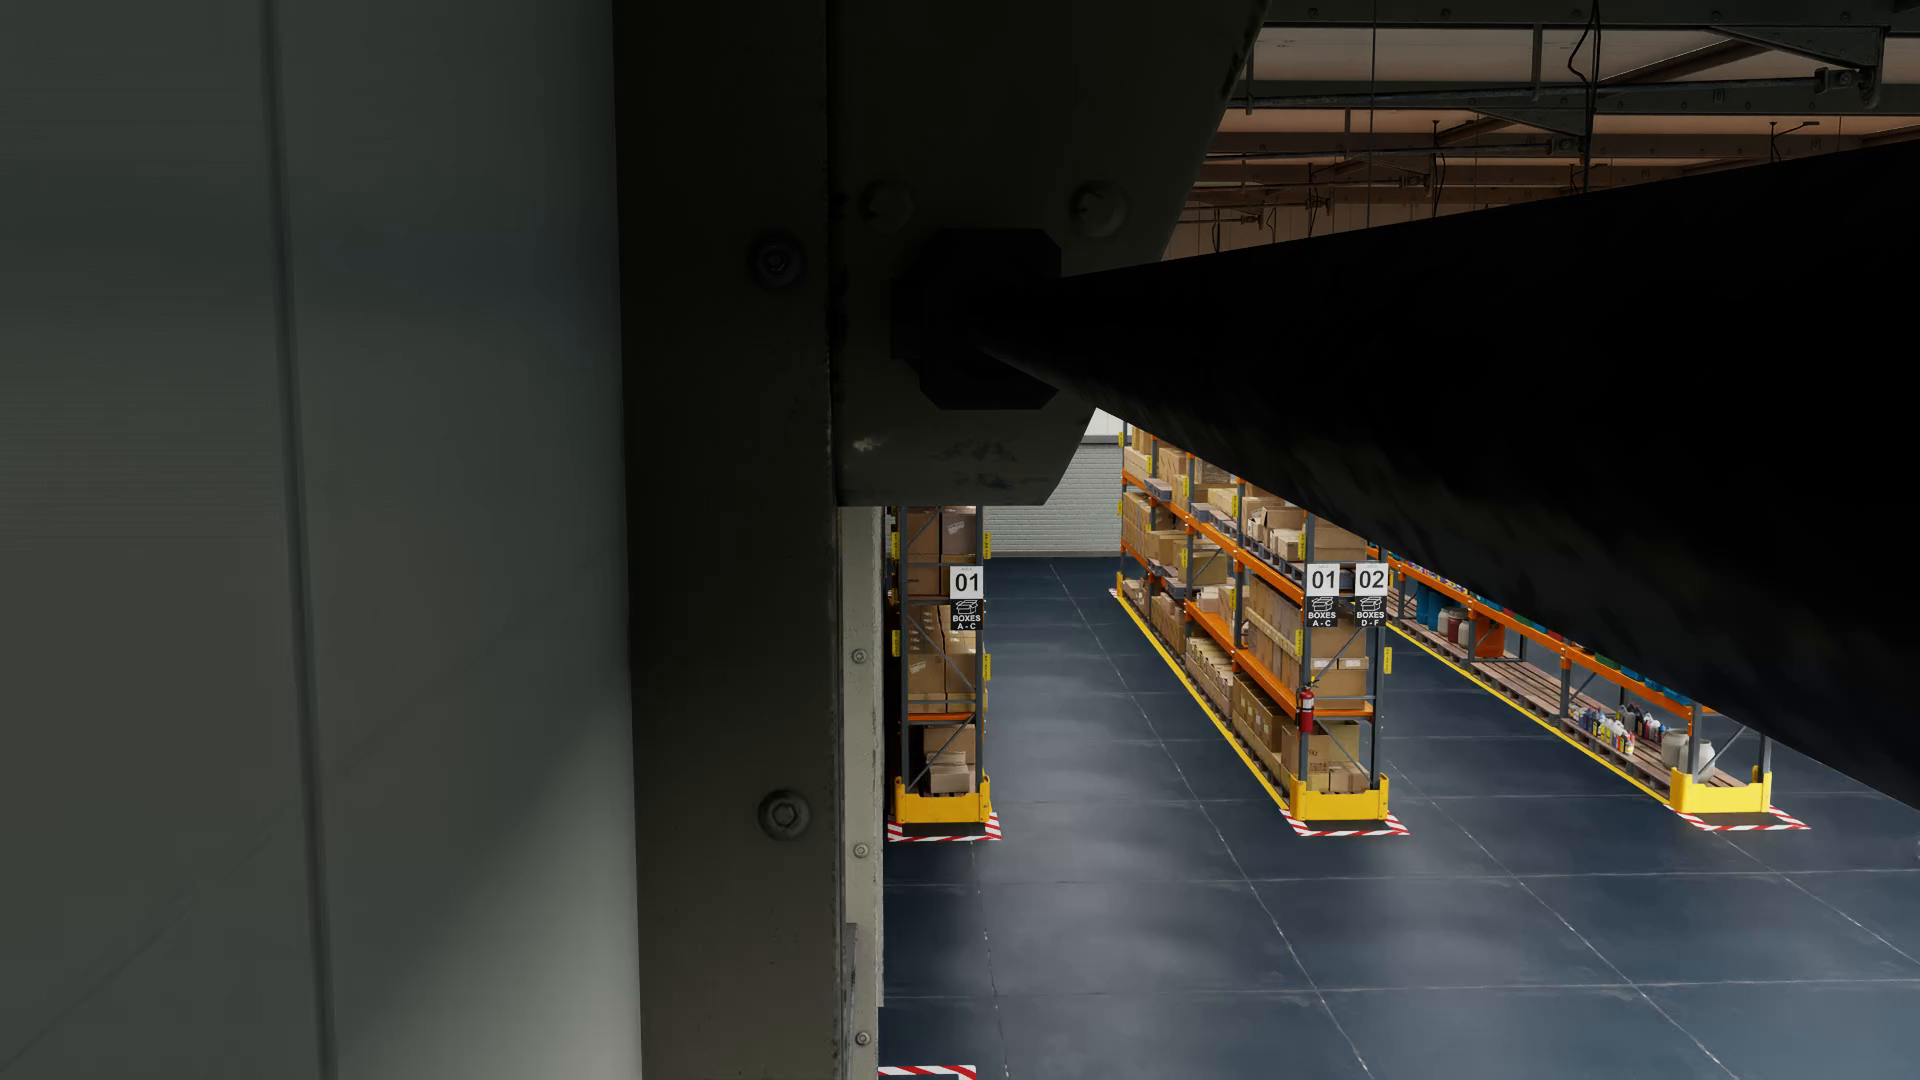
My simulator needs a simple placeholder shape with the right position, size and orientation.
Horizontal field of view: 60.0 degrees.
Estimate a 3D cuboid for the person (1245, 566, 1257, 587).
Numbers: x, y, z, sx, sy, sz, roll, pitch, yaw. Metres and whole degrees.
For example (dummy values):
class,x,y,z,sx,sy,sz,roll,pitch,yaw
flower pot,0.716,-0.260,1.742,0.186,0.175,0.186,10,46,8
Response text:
class,x,y,z,sx,sy,sz,roll,pitch,yaw
person,6.085,0.566,34.609,0.683,1.783,0.931,-1,8,-6
